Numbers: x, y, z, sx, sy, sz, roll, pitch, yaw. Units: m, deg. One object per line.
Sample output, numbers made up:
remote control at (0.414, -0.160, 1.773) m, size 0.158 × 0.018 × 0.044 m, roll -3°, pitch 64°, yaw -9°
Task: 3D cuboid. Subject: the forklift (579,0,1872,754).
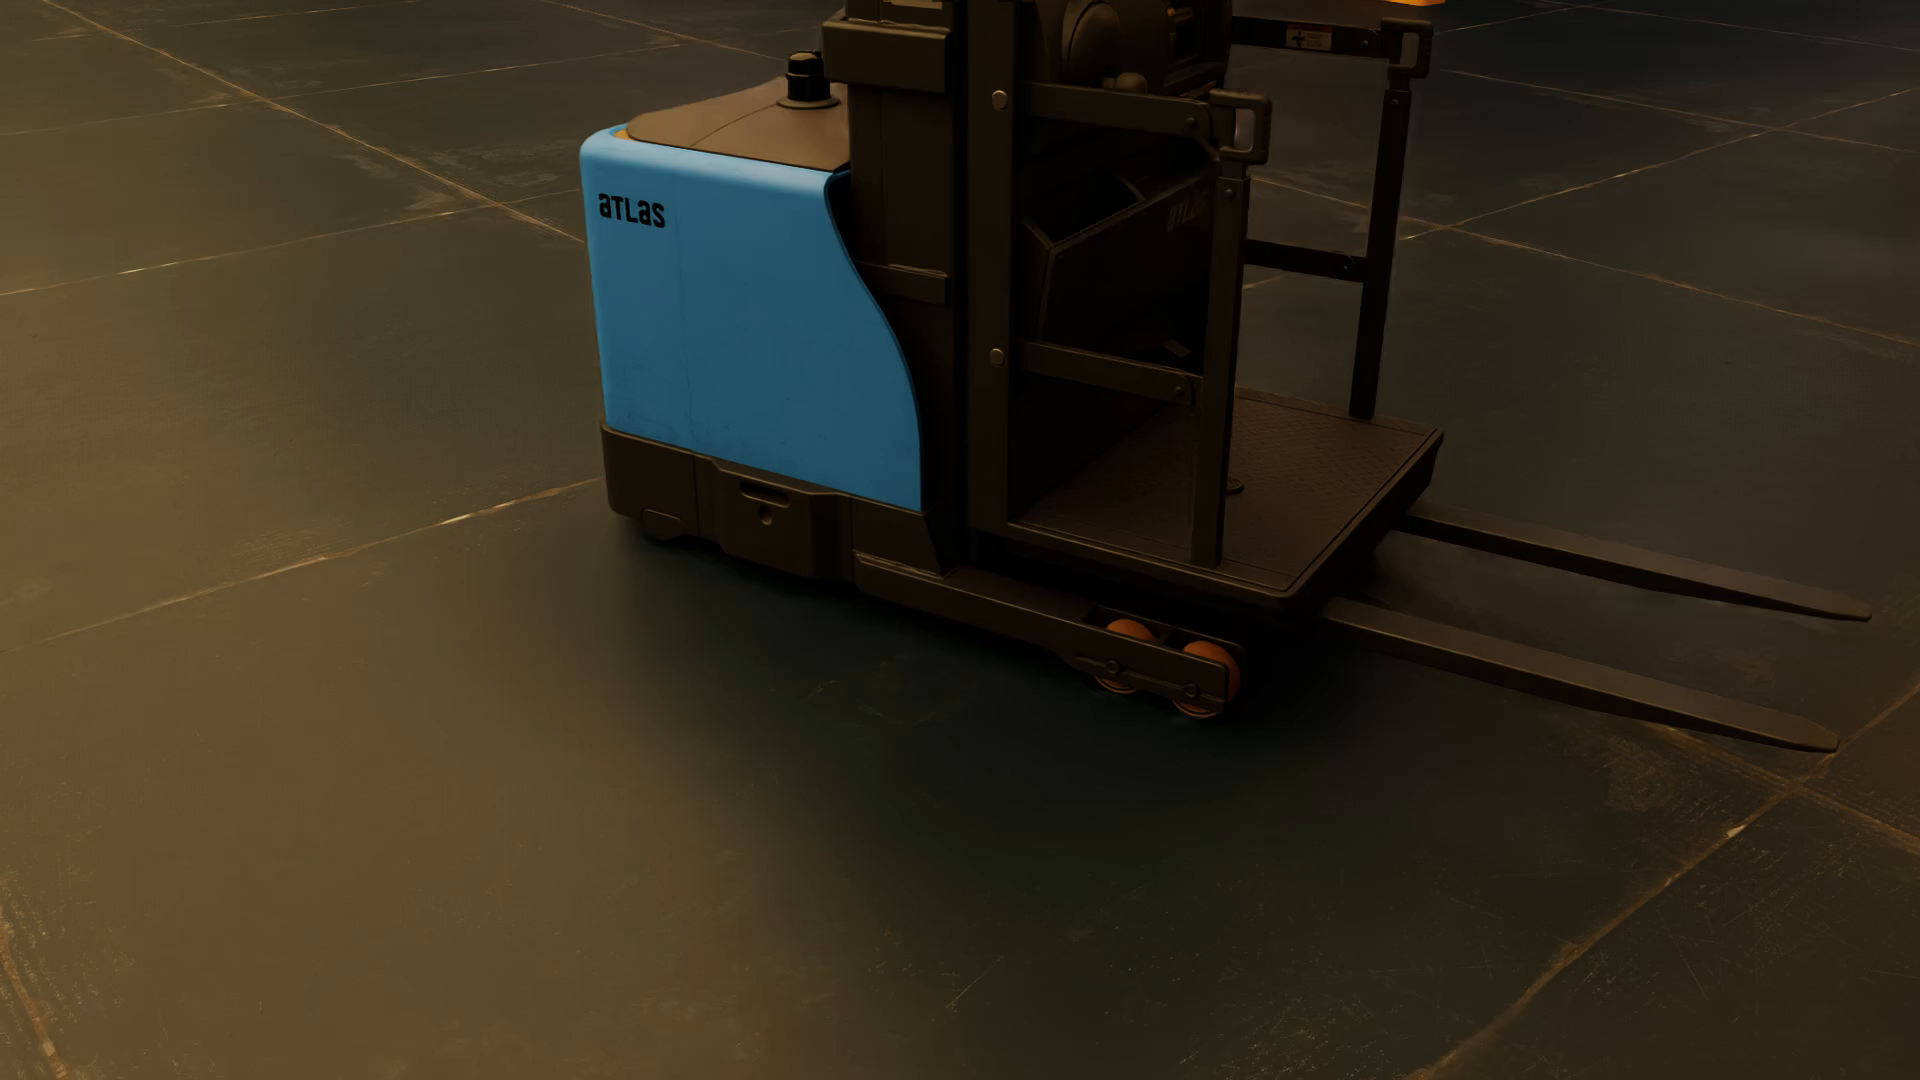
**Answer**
forklift at (0.562, -1.187, 3.596) m, size 3.031 × 2.935 × 1.130 m, roll 15°, pitch 30°, yaw 28°
